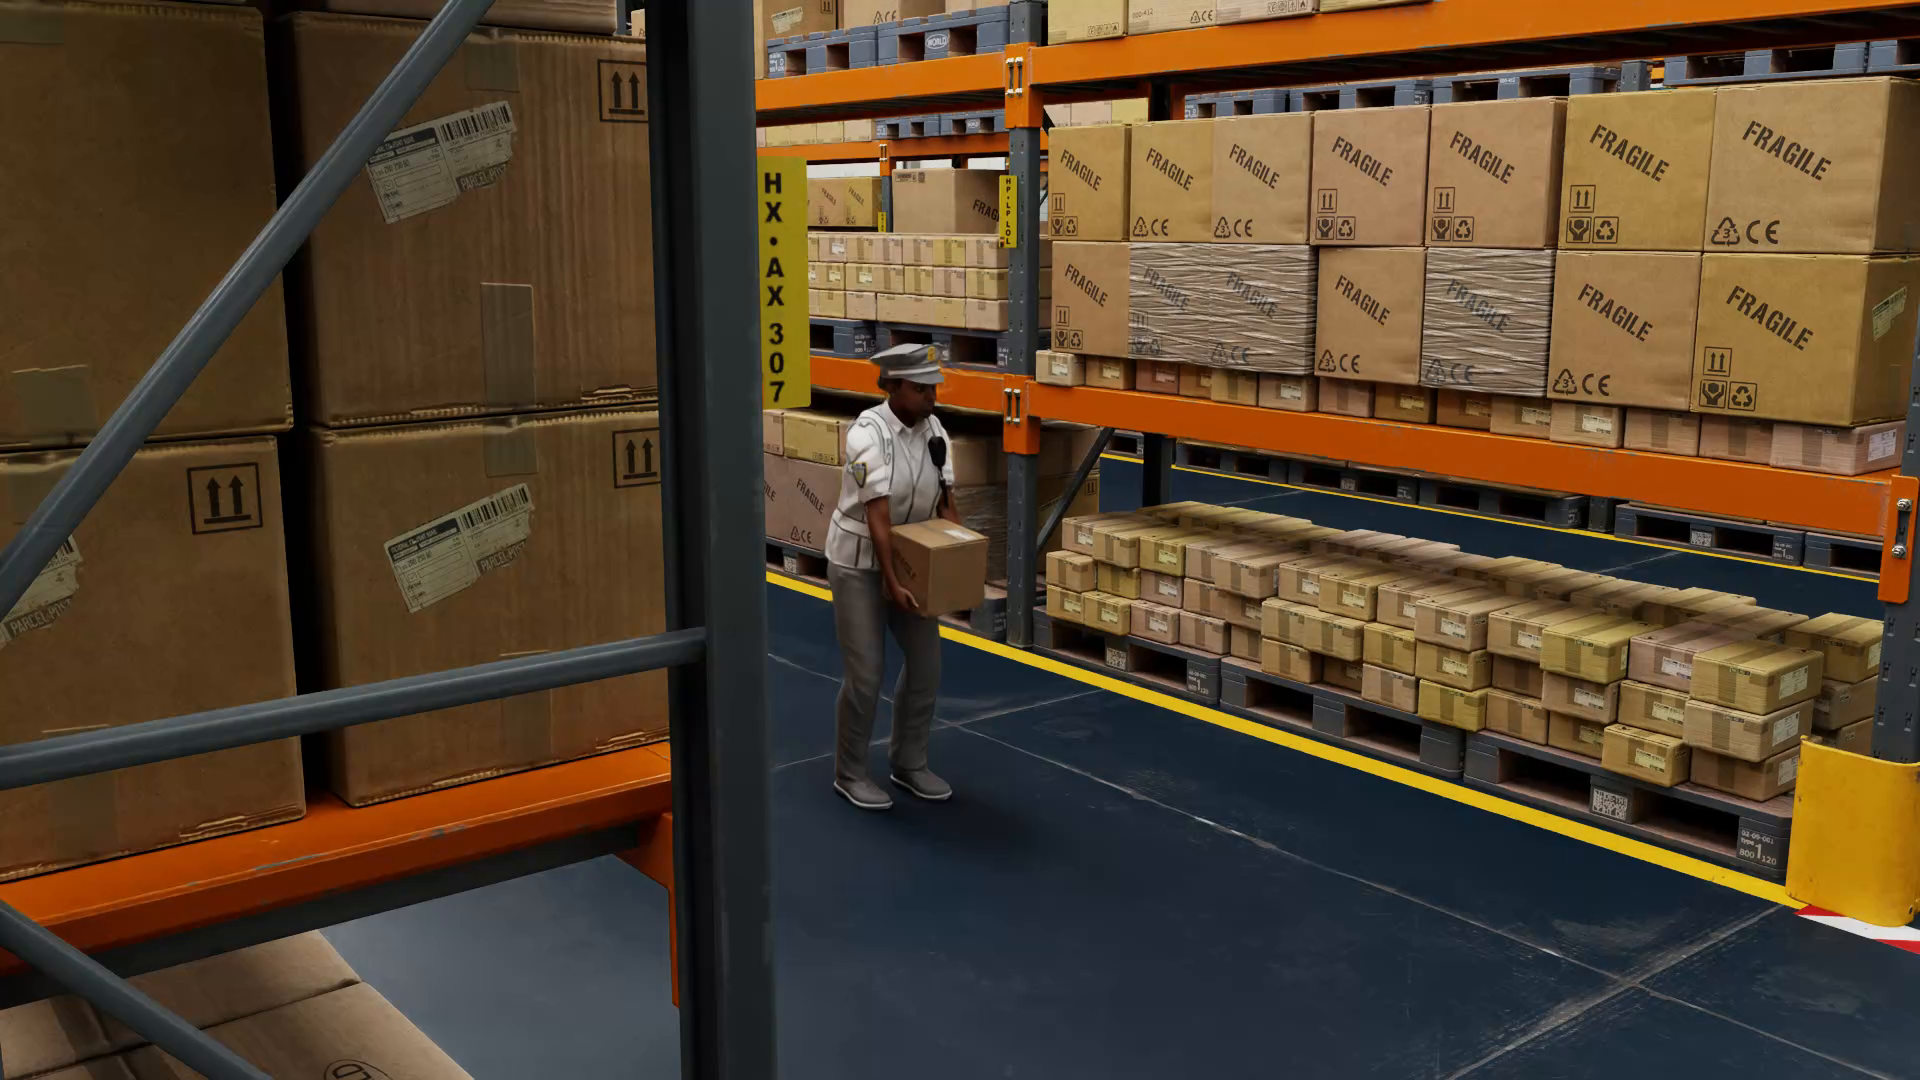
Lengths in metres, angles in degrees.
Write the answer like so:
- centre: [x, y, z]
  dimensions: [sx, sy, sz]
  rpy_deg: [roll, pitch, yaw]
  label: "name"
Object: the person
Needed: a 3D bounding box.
- centre: [-0.208, 0.127, 5.854]
  dimensions: [0.416, 1.646, 0.555]
  rpy_deg: [-9, 14, -39]
  label: "person"
